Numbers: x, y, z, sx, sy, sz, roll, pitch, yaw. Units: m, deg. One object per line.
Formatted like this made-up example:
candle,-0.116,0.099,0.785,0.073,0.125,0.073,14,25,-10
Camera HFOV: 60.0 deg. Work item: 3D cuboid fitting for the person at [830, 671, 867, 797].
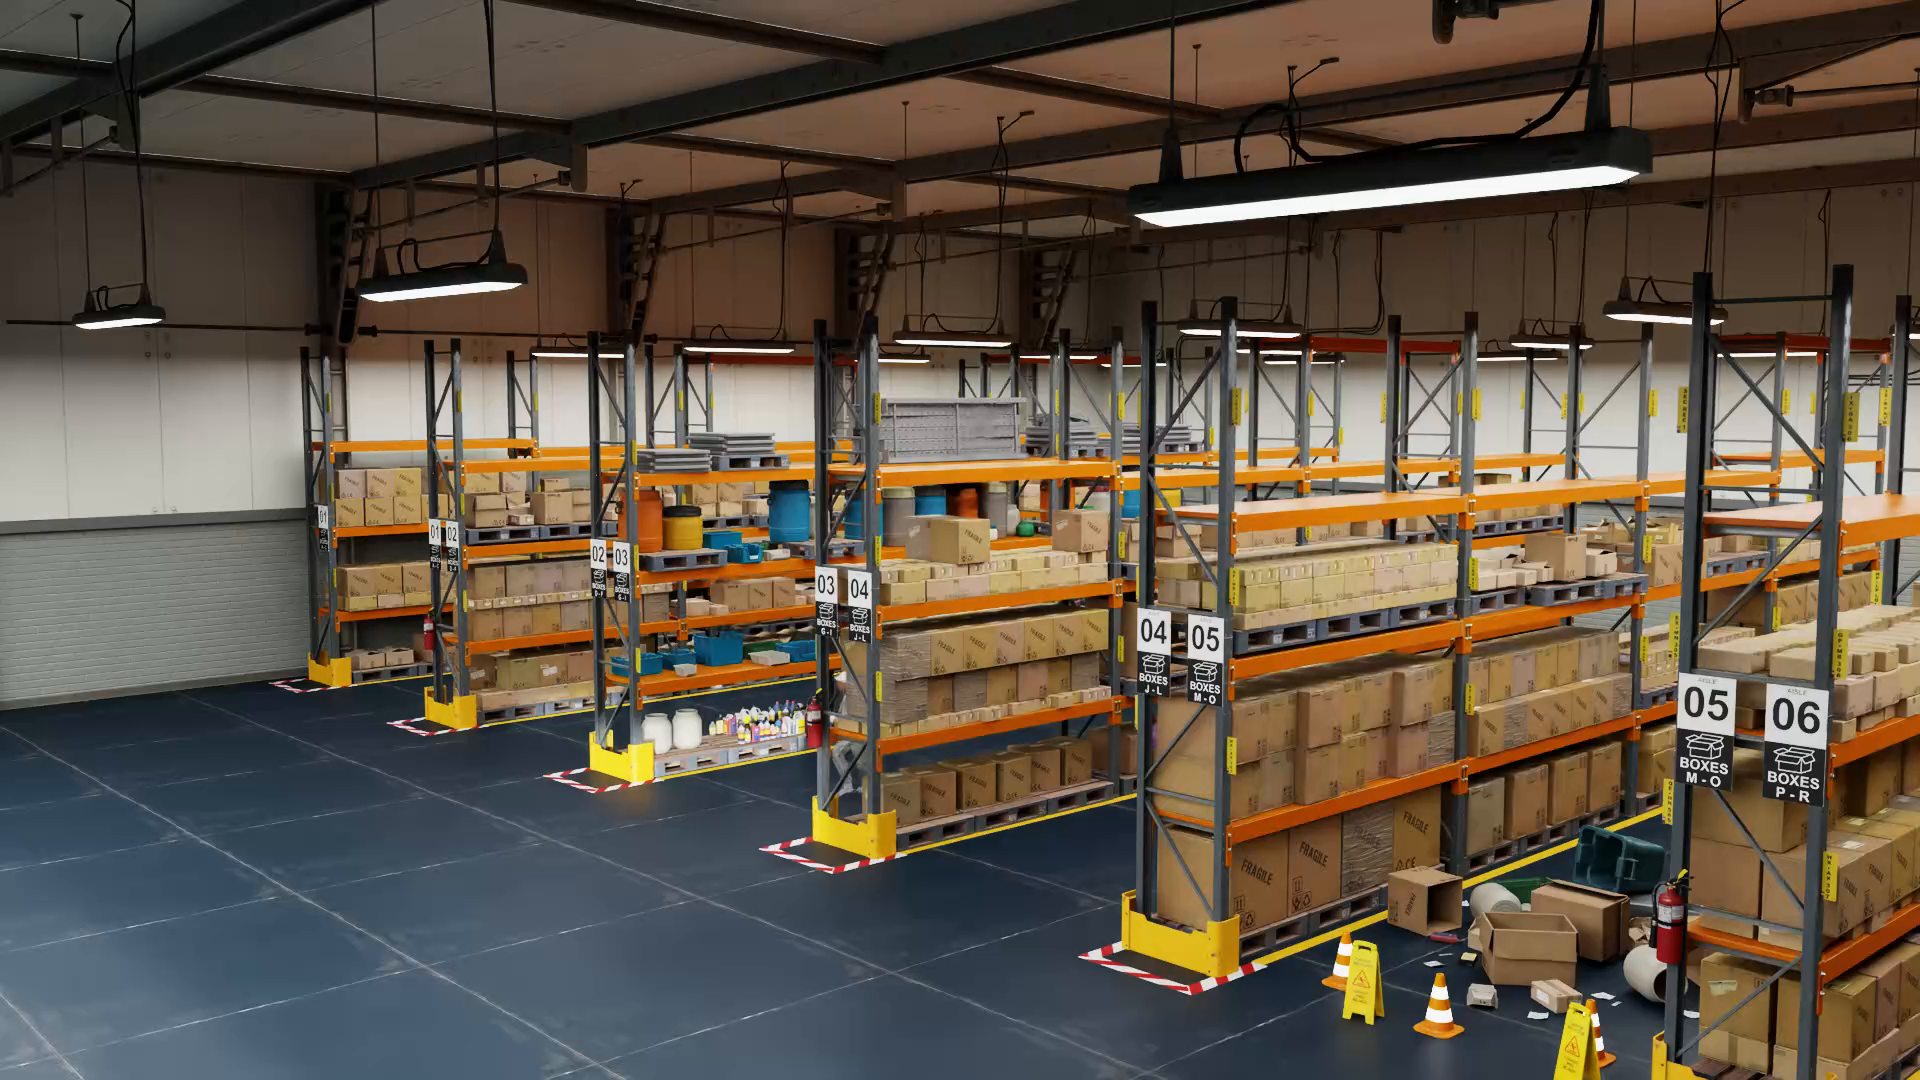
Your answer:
person,-1.346,2.449,21.038,0.724,1.677,0.818,-1,5,-8

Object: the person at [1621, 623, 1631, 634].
person,10.817,2.062,26.930,0.642,1.490,0.756,3,6,32

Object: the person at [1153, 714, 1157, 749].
person,2.465,2.683,19.888,0.982,1.414,0.529,-5,7,-44

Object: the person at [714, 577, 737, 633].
person,-4.710,1.401,33.446,0.646,1.654,0.691,3,6,29
